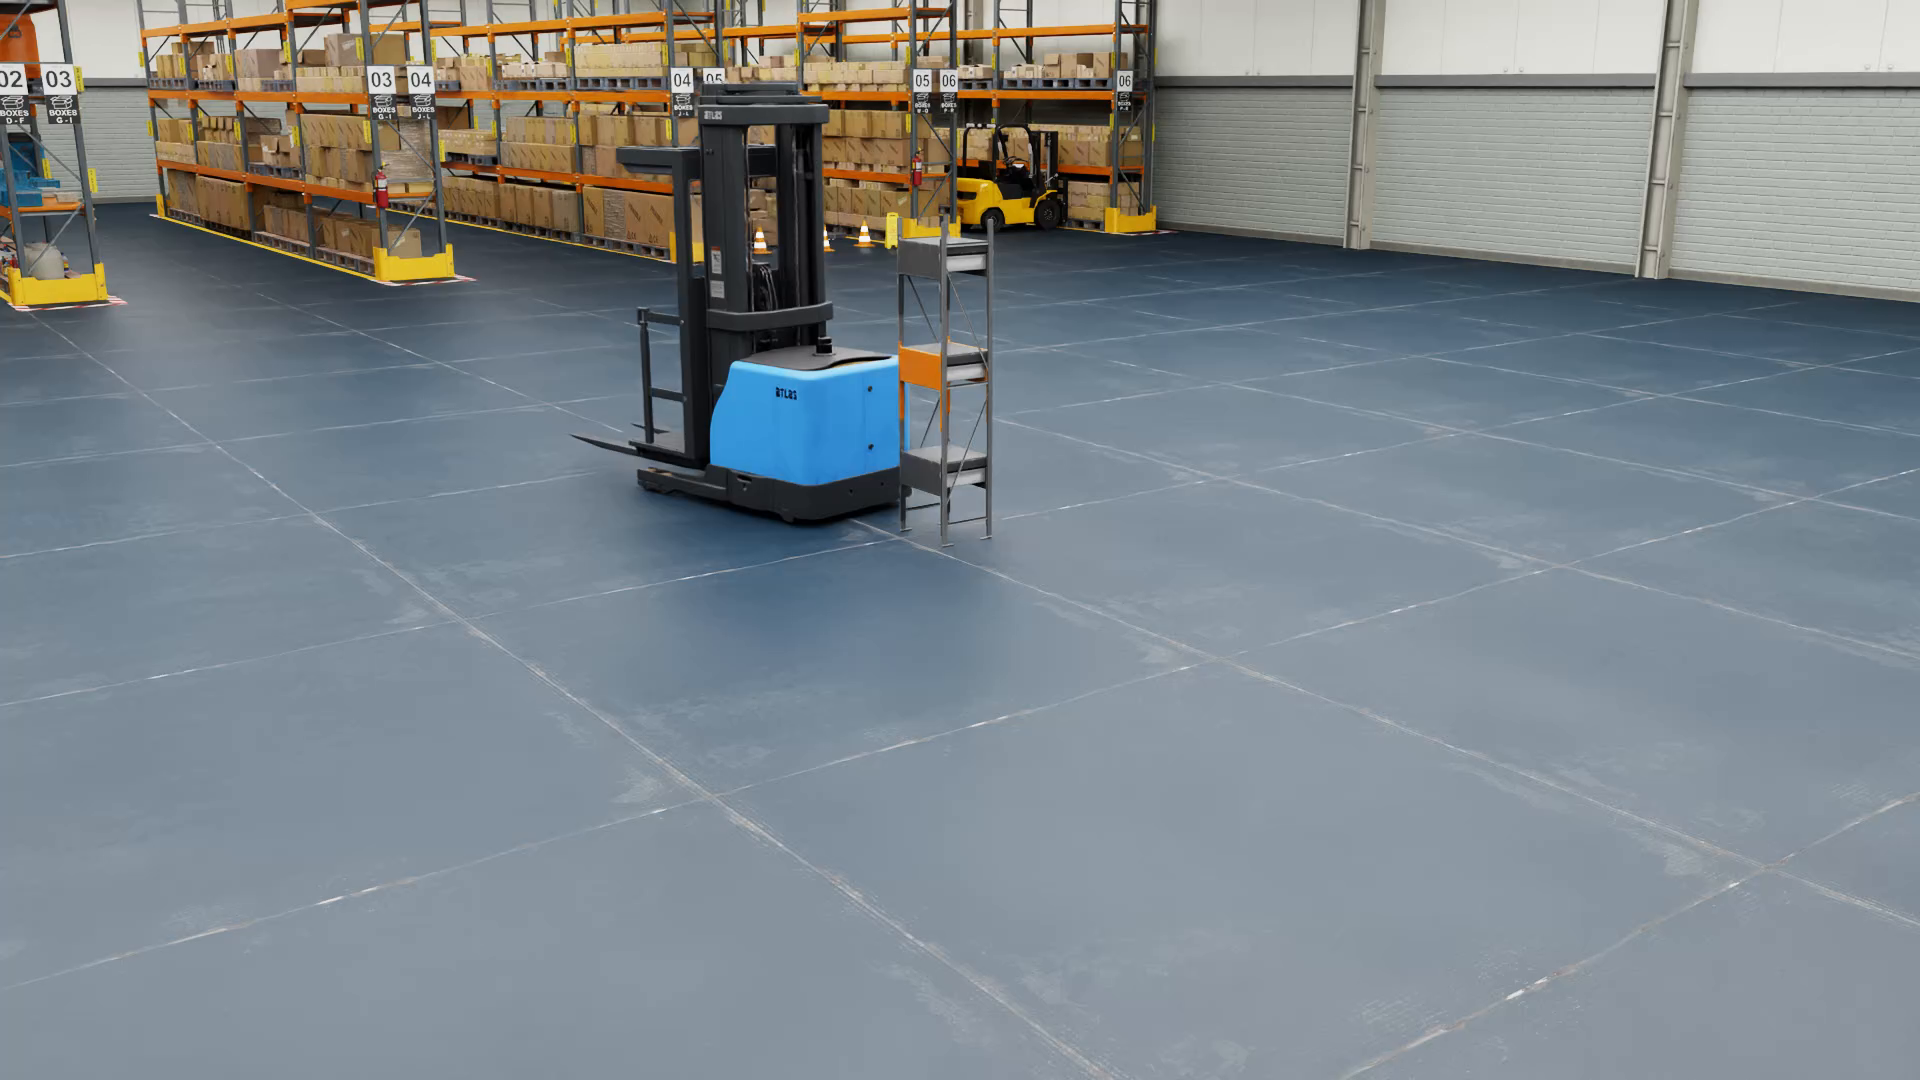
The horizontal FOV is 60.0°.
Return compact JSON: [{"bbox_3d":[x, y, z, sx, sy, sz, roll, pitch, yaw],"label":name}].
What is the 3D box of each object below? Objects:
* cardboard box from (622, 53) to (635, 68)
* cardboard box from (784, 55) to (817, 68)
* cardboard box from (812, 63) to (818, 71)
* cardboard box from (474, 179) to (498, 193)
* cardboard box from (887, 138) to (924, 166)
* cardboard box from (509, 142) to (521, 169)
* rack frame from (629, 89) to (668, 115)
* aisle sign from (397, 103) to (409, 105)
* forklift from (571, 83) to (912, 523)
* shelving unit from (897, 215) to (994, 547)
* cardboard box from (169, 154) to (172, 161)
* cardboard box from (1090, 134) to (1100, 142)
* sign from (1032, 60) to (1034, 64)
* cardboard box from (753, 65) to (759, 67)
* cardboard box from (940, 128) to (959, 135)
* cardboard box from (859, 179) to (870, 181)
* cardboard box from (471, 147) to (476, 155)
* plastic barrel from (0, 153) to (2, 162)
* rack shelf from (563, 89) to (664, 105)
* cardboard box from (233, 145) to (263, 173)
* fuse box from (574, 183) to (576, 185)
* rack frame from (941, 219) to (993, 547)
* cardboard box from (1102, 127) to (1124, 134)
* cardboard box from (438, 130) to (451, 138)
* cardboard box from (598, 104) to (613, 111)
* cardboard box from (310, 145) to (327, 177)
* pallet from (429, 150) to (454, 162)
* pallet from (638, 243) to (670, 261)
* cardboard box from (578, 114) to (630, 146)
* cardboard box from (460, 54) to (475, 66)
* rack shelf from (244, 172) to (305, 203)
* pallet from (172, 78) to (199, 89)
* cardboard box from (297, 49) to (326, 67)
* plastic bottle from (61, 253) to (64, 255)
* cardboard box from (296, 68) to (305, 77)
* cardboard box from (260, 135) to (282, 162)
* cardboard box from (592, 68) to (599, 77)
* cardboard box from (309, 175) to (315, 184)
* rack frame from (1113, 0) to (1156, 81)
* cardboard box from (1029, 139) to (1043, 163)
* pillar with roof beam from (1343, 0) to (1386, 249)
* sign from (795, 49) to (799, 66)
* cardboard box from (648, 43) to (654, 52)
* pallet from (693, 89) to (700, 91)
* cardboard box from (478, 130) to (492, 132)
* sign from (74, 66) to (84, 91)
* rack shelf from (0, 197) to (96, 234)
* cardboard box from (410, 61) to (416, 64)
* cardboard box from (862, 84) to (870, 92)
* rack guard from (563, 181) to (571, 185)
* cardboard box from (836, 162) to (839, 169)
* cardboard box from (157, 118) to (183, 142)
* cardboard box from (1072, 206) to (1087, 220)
[{"bbox_3d":[-5.541,-8.341,28.924,0.500,0.250,0.500,-11,19,-35],"label":"cardboard box"},{"bbox_3d":[-3.290,-9.863,34.291,0.500,0.250,0.500,-10,18,-33],"label":"cardboard box"},{"bbox_3d":[-2.749,-9.482,33.323,0.380,0.149,0.250,-10,18,-33],"label":"cardboard box"},{"bbox_3d":[-10.063,-7.575,35.591,0.500,0.250,0.500,-11,19,-34],"label":"cardboard box"},{"bbox_3d":[-1.036,-7.352,31.502,0.500,0.500,0.500,-11,19,-36],"label":"cardboard box"},{"bbox_3d":[-8.796,-7.808,33.731,0.500,0.500,0.500,-11,19,-35],"label":"cardboard box"},{"bbox_3d":[-7.550,-9.649,40.650,1.000,3.000,0.127,-11,19,-35],"label":"rack frame"},{"bbox_3d":[-13.647,-11.030,40.768,0.394,0.787,0.004,-11,19,-35],"label":"aisle sign"},{"bbox_3d":[-1.776,-1.839,12.243,3.031,2.935,1.130,13,20,40],"label":"forklift"},{"bbox_3d":[-0.097,-1.048,10.928,0.431,2.100,0.503,-11,19,-35],"label":"shelving unit"},{"bbox_3d":[-17.218,-8.443,36.718,0.380,0.149,0.250,-11,19,-35],"label":"cardboard box"},{"bbox_3d":[2.914,-8.300,34.301,0.380,0.149,0.250,-11,18,-34],"label":"cardboard box"},{"bbox_3d":[1.615,-10.533,37.067,0.100,0.325,0.005,-11,19,-35],"label":"sign"},{"bbox_3d":[-5.241,-12.683,44.827,0.500,0.250,0.500,-11,19,-35],"label":"cardboard box"},{"bbox_3d":[-0.238,-9.499,38.683,0.380,0.149,0.250,-11,19,-35],"label":"cardboard box"},{"bbox_3d":[-2.203,-8.840,41.633,0.500,0.500,0.500,-10,18,-32],"label":"cardboard box"},{"bbox_3d":[-10.101,-8.229,35.140,0.380,0.149,0.250,-10,18,-34],"label":"cardboard box"},{"bbox_3d":[-15.685,-6.095,27.405,0.433,0.535,0.433,0,15,0],"label":"plastic barrel"},{"bbox_3d":[-8.726,-11.176,41.909,1.077,0.370,4.000,-11,19,-35],"label":"rack shelf"},{"bbox_3d":[-13.705,-7.372,32.140,0.500,0.500,0.500,-10,18,-33],"label":"cardboard box"},{"bbox_3d":[-11.451,-11.377,49.404,0.539,1.711,0.414,-11,19,-35],"label":"fuse box"},{"bbox_3d":[0.046,-0.996,10.738,0.400,2.100,0.015,-11,19,-35],"label":"rack frame"},{"bbox_3d":[3.137,-8.407,34.127,0.380,0.149,0.250,-11,19,-34],"label":"cardboard box"},{"bbox_3d":[-11.318,-8.959,36.679,0.380,0.149,0.250,-11,19,-34],"label":"cardboard box"},{"bbox_3d":[-8.846,-10.842,41.695,0.380,0.149,0.250,-11,19,-35],"label":"cardboard box"},{"bbox_3d":[-10.382,-6.377,27.940,0.875,0.500,0.500,-11,19,-35],"label":"cardboard box"},{"bbox_3d":[-11.163,-8.581,37.110,1.003,0.211,1.213,-11,19,-35],"label":"pallet"},{"bbox_3d":[-4.972,-5.111,29.349,1.003,0.211,1.213,-11,19,-35],"label":"pallet"},{"bbox_3d":[-6.602,-7.660,31.053,0.875,0.550,0.550,-11,19,-35],"label":"cardboard box"},{"bbox_3d":[-10.364,-10.187,35.293,0.396,0.266,0.258,-11,19,-35],"label":"cardboard box"},{"bbox_3d":[-12.038,-6.483,30.444,1.077,0.370,4.000,-11,19,-35],"label":"rack shelf"},{"bbox_3d":[-16.039,-9.692,35.290,1.003,0.211,1.213,-11,19,-35],"label":"pallet"},{"bbox_3d":[-11.058,-8.218,28.746,0.797,0.503,0.637,-12,19,-37],"label":"cardboard box"},{"bbox_3d":[-13.449,-4.169,24.937,0.061,0.283,0.133,-10,18,-34],"label":"plastic bottle"},{"bbox_3d":[-10.920,-7.852,27.931,0.380,0.149,0.250,-12,19,-36],"label":"cardboard box"},{"bbox_3d":[-12.864,-7.399,31.442,0.500,0.500,0.500,-14,21,-41],"label":"cardboard box"},{"bbox_3d":[-6.405,-8.435,30.022,0.380,0.149,0.250,-11,19,-35],"label":"cardboard box"},{"bbox_3d":[-10.843,-6.134,28.281,0.380,0.149,0.250,-11,19,-35],"label":"cardboard box"},{"bbox_3d":[3.519,-10.752,33.313,1.000,3.000,0.127,-11,19,-35],"label":"rack frame"},{"bbox_3d":[1.835,-8.409,35.927,0.500,0.500,0.500,-11,19,-35],"label":"cardboard box"},{"bbox_3d":[3.884,-9.091,27.245,9.100,9.000,0.400,-11,19,-35],"label":"pillar with roof beam"},{"bbox_3d":[-3.293,-9.740,33.575,0.100,0.325,0.005,-11,19,-35],"label":"sign"},{"bbox_3d":[-5.057,-8.331,28.131,0.380,0.149,0.250,-11,19,-34],"label":"cardboard box"},{"bbox_3d":[-5.620,-10.280,37.630,1.213,0.211,1.003,-10,18,-32],"label":"pallet"},{"bbox_3d":[-10.335,-8.894,36.443,0.380,0.149,0.250,-12,19,-37],"label":"cardboard box"},{"bbox_3d":[-12.069,-6.316,22.770,0.100,0.325,0.005,-11,19,-35],"label":"sign"},{"bbox_3d":[-13.693,-4.860,24.514,1.077,0.370,4.000,-11,19,-35],"label":"rack shelf"},{"bbox_3d":[-12.241,-10.792,37.725,0.380,0.149,0.250,-11,19,-35],"label":"cardboard box"},{"bbox_3d":[-1.661,-8.723,32.059,0.380,0.149,0.250,-11,19,-36],"label":"cardboard box"},{"bbox_3d":[-9.916,-9.303,44.119,1.175,0.500,0.348,-11,19,-35],"label":"rack guard"},{"bbox_3d":[-2.250,-7.495,33.253,0.380,0.149,0.250,-11,19,-35],"label":"cardboard box"},{"bbox_3d":[-17.560,-9.147,37.114,0.500,0.500,0.500,-11,19,-36],"label":"cardboard box"},{"bbox_3d":[2.702,-6.894,34.994,0.500,0.250,0.500,-11,19,-35],"label":"cardboard box"}]
